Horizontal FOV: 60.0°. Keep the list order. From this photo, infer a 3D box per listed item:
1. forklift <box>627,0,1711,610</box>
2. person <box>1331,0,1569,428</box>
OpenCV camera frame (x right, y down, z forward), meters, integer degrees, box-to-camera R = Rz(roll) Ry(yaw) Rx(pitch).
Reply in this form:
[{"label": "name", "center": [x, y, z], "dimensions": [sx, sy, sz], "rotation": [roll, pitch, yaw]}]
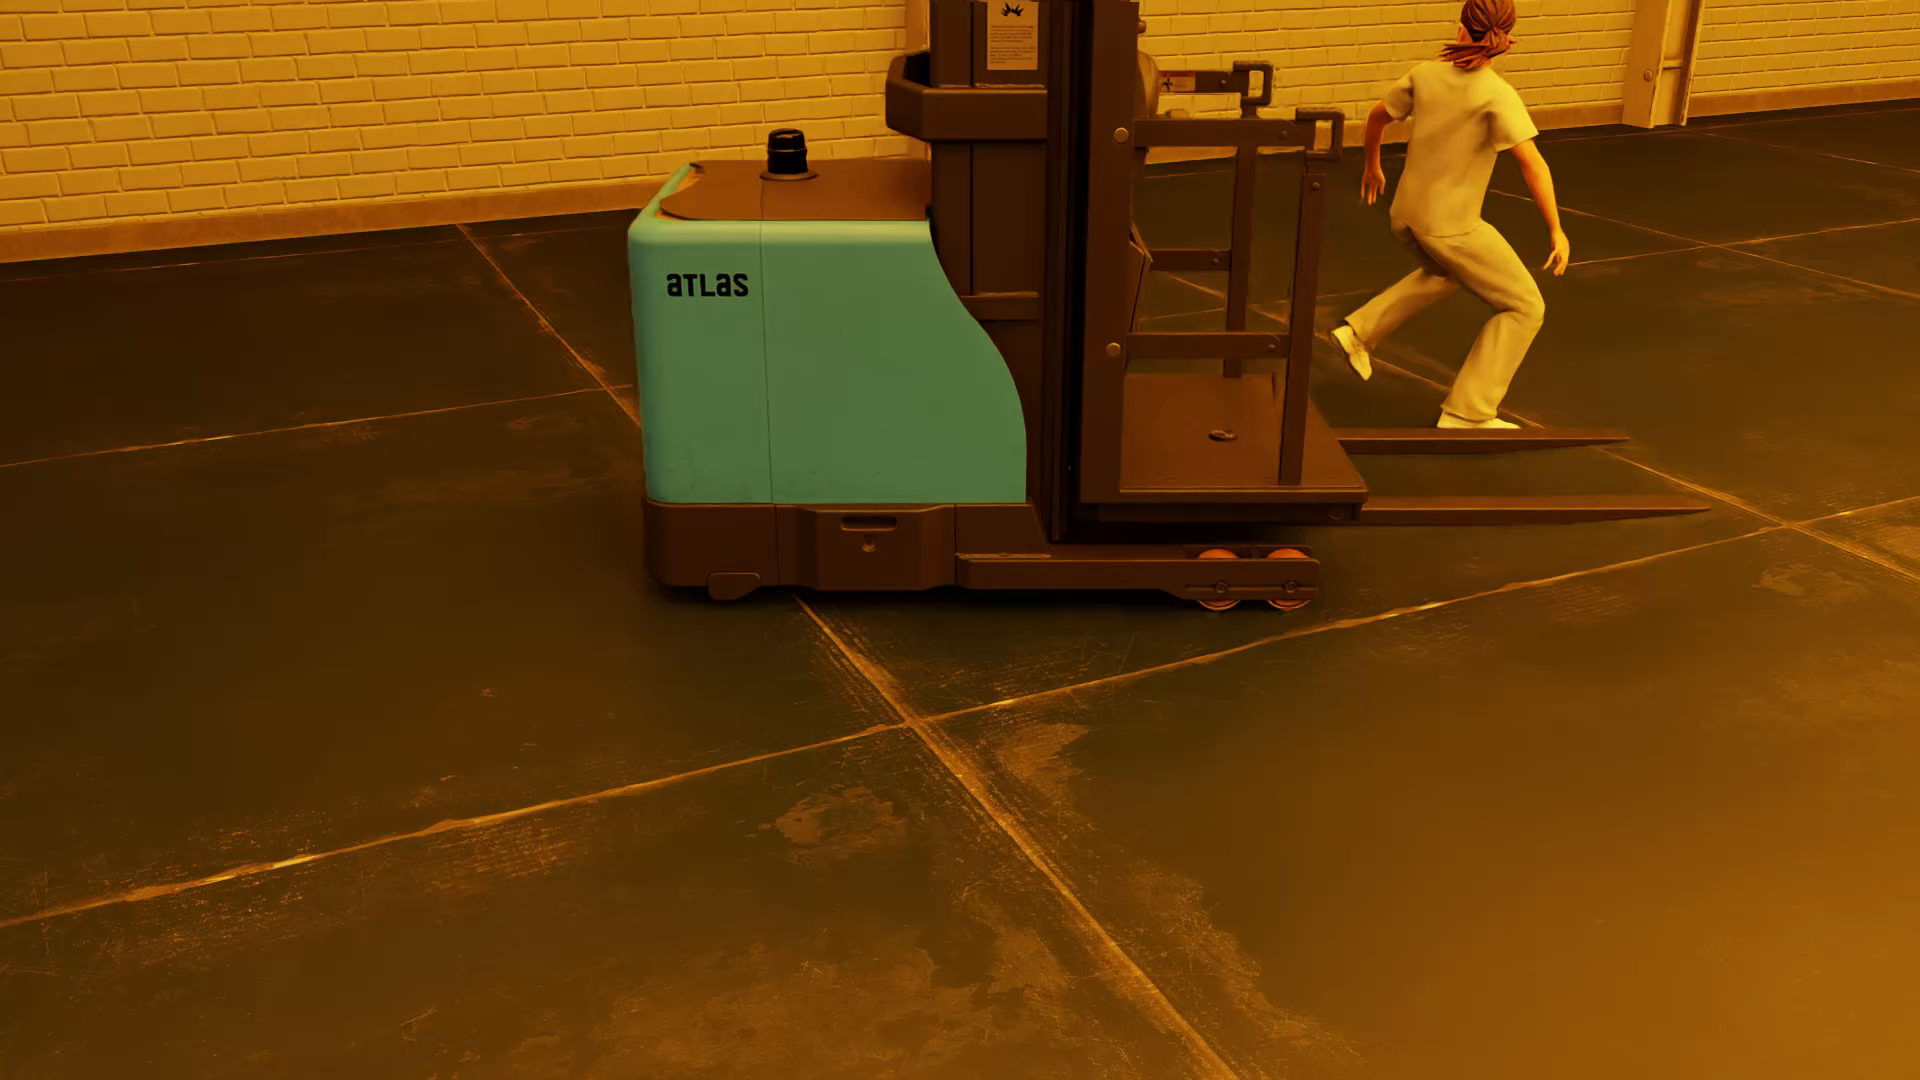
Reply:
[{"label": "forklift", "center": [0.629, -1.363, 4.567], "dimensions": [3.031, 2.935, 1.130], "rotation": [0, 23, 0]}, {"label": "person", "center": [1.764, -1.150, 5.905], "dimensions": [0.500, 1.552, 0.888], "rotation": [-9, 24, -20]}]
